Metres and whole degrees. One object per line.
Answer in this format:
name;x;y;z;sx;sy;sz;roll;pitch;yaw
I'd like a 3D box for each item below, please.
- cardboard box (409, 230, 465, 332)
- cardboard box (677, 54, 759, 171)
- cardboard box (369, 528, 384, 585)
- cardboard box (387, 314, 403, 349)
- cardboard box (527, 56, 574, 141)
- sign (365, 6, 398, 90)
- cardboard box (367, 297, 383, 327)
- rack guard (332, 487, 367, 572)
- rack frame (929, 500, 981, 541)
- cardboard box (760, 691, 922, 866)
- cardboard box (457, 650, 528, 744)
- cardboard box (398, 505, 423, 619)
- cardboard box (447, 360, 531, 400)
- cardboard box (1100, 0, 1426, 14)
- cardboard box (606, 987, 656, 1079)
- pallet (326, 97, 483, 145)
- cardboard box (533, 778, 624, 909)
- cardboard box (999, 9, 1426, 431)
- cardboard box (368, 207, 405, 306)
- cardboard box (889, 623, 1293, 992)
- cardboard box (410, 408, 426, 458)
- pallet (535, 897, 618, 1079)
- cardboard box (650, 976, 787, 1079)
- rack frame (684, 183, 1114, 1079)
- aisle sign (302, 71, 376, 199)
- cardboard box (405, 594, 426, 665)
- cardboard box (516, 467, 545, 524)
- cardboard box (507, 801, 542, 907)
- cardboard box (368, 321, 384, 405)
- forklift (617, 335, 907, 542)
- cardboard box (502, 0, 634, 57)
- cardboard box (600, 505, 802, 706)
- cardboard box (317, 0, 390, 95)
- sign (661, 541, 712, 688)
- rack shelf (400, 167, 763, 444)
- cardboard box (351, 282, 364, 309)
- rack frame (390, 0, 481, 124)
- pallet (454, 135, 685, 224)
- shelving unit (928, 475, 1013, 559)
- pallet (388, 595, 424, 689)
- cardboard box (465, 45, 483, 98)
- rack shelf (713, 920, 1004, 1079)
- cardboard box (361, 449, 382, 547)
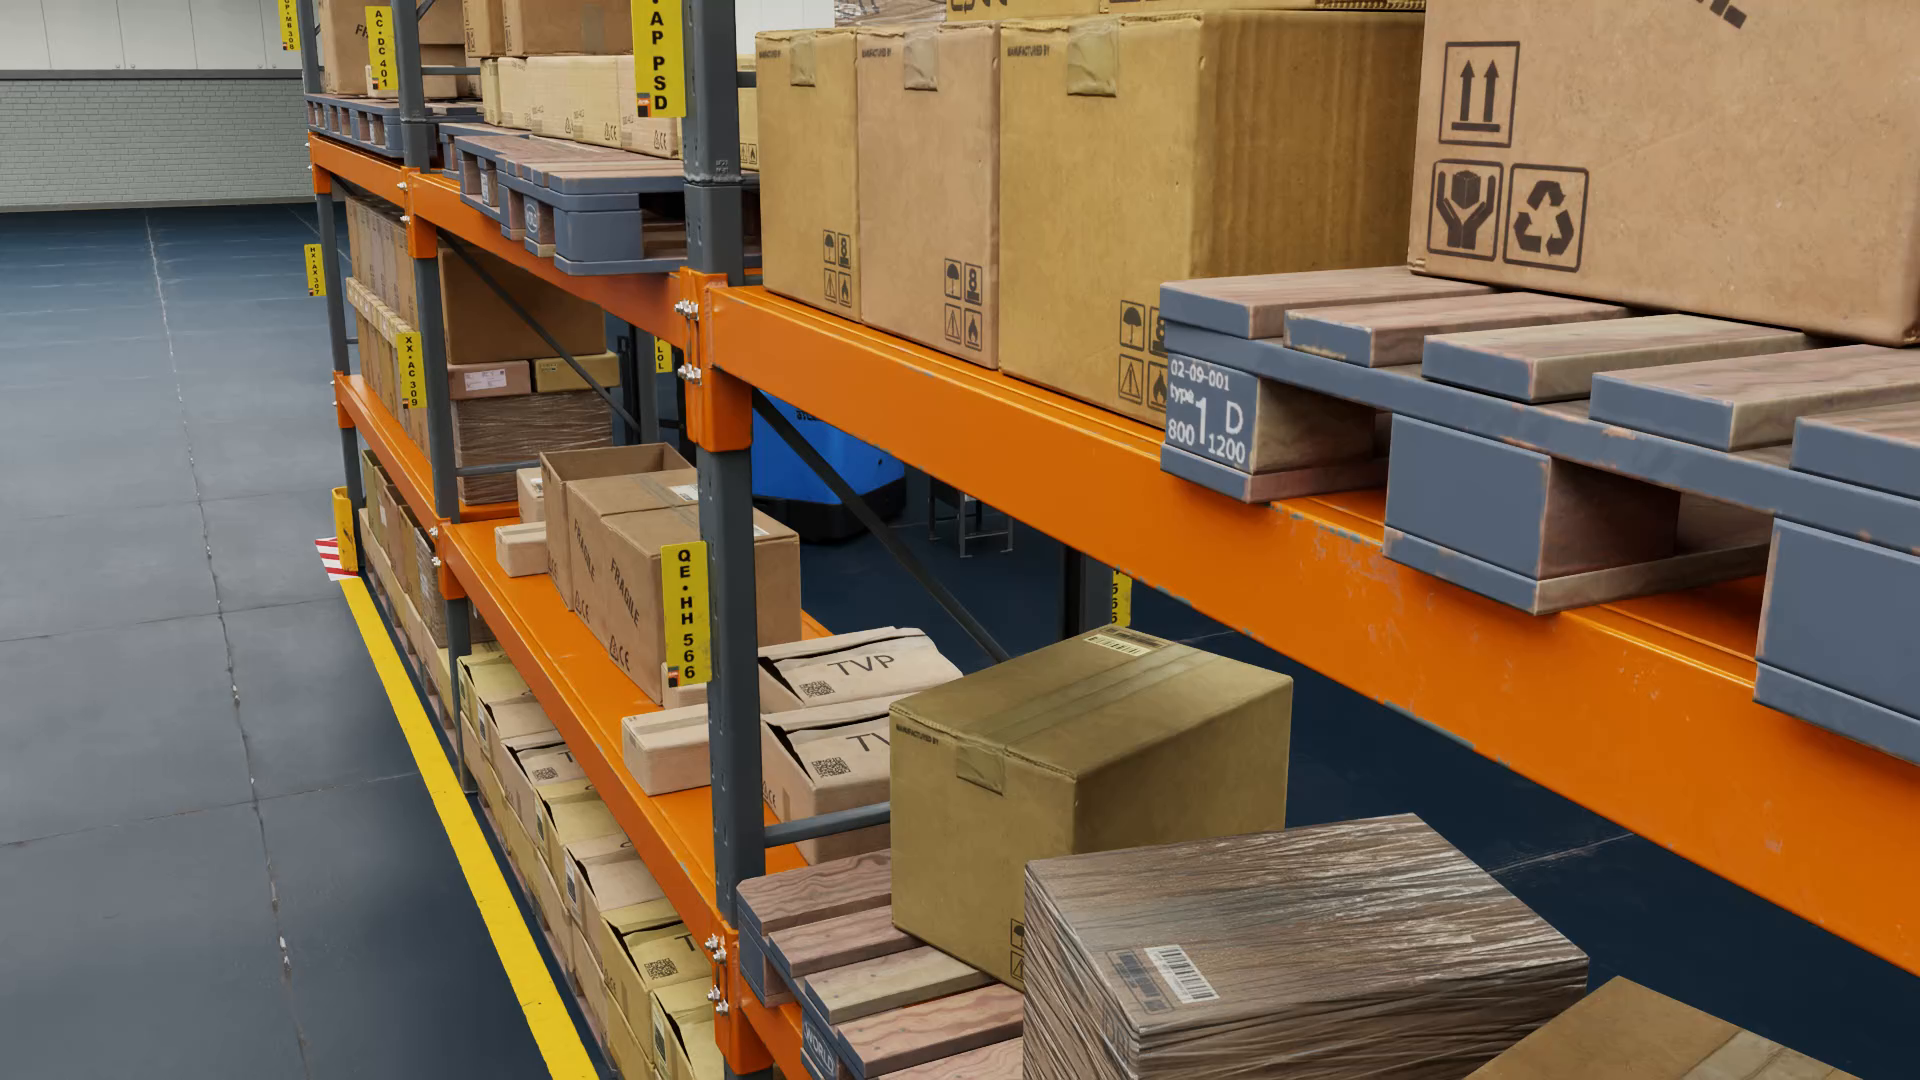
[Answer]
cardboard box;-2.275;-1.245;8.119;0.700;0.500;0.500;-8;18;-25
cardboard box;-0.350;-1.025;3.956;0.500;0.250;0.500;-9;18;-29
cardboard box;-3.348;0.072;10.285;0.500;0.250;0.500;-8;18;-25
cardboard box;-2.839;-1.121;8.862;0.380;0.149;0.250;-7;17;-23
cardboard box;-1.070;-1.429;5.366;0.500;0.250;0.500;-9;18;-30
sign;-2.351;-2.000;6.763;0.100;0.325;0.005;-8;18;-25
cardboard box;-3.173;-1.312;9.526;0.380;0.149;0.250;-8;18;-27
rack guard;-3.616;-0.135;11.316;1.175;0.500;0.348;-8;18;-25
rack frame;-0.034;-1.029;11.529;0.400;2.100;0.015;-8;18;-25
cardboard box;-0.221;0.600;4.383;0.500;0.311;0.500;-6;17;-21
cardboard box;-1.896;0.644;7.277;0.500;0.311;0.500;-8;18;-25
cardboard box;-2.684;0.083;8.888;0.500;0.500;0.500;-8;18;-25
cardboard box;-2.165;-0.741;7.536;0.380;0.149;0.250;-8;18;-25
cardboard box;0.532;-0.956;2.212;0.500;0.500;0.500;-8;18;-25
cardboard box;-0.779;1.544;5.155;0.500;0.250;0.500;-8;18;-26
pallet;-2.780;-2.249;8.872;1.003;0.211;1.213;-8;18;-25
cardboard box;-1.221;1.025;5.949;0.500;0.311;0.500;-7;17;-23
cardboard box;0.572;-0.478;2.358;0.910;0.500;0.500;-8;18;-25
cardboard box;-2.932;-1.618;9.416;0.700;0.500;0.500;-8;18;-25
cardboard box;0.277;0.545;3.470;0.500;0.500;0.700;15;22;42
cardboard box;-2.506;-0.751;8.750;0.700;0.500;0.500;-7;18;-24
pallet;-0.957;1.482;6.203;1.003;0.211;1.213;-8;18;-25
cardboard box;-0.551;1.403;4.631;0.500;0.311;0.500;-7;17;-23
rack frame;-0.101;0.653;4.038;1.000;3.000;0.127;-8;18;-25
aisle sign;-3.909;-2.560;10.520;0.394;0.787;0.004;-8;18;-25
cardboard box;-2.695;0.445;8.987;0.500;0.250;0.500;-8;18;-25
cardboard box;-1.598;-0.150;7.108;0.500;0.250;0.500;-6;17;-21
cardboard box;-1.447;1.166;6.474;0.500;0.250;0.500;-8;18;-27
cardboard box;-3.178;-1.132;10.076;0.700;0.500;0.500;-7;17;-23
forklift;-1.950;-1.656;12.207;3.031;2.935;1.130;8;18;25
cardboard box;-1.348;-1.975;5.908;0.500;0.500;0.500;-6;17;-20
cardboard box;-0.850;0.191;5.467;0.500;0.500;0.500;-9;18;-28
cardboard box;-3.123;-2.645;8.896;0.500;0.500;0.500;-8;18;-25
sign;-0.598;0.164;3.642;0.100;0.325;0.005;-8;18;-25
rack shelf;-0.977;-0.939;5.452;1.077;0.370;4.000;-8;18;-25
cardboard box;-3.509;-1.502;10.191;0.380;0.149;0.250;-8;18;-26
rack frame;-1.853;-3.223;6.667;1.000;3.000;0.127;-8;18;-25
pallet;-0.971;-1.133;5.164;1.003;0.211;1.213;-7;17;-22
shelving unit;0.073;-0.968;11.318;0.431;2.100;0.503;-8;18;-25
pallet;-2.702;0.496;9.640;1.003;0.211;1.213;-8;18;-25
cardboard box;-2.073;-2.298;8.029;0.500;0.311;0.500;-9;18;-28
rack shelf;0.776;1.494;2.409;1.077;0.370;4.000;-8;18;-25
cardboard box;-3.350;-0.288;10.180;0.500;0.500;0.500;-8;18;-25
